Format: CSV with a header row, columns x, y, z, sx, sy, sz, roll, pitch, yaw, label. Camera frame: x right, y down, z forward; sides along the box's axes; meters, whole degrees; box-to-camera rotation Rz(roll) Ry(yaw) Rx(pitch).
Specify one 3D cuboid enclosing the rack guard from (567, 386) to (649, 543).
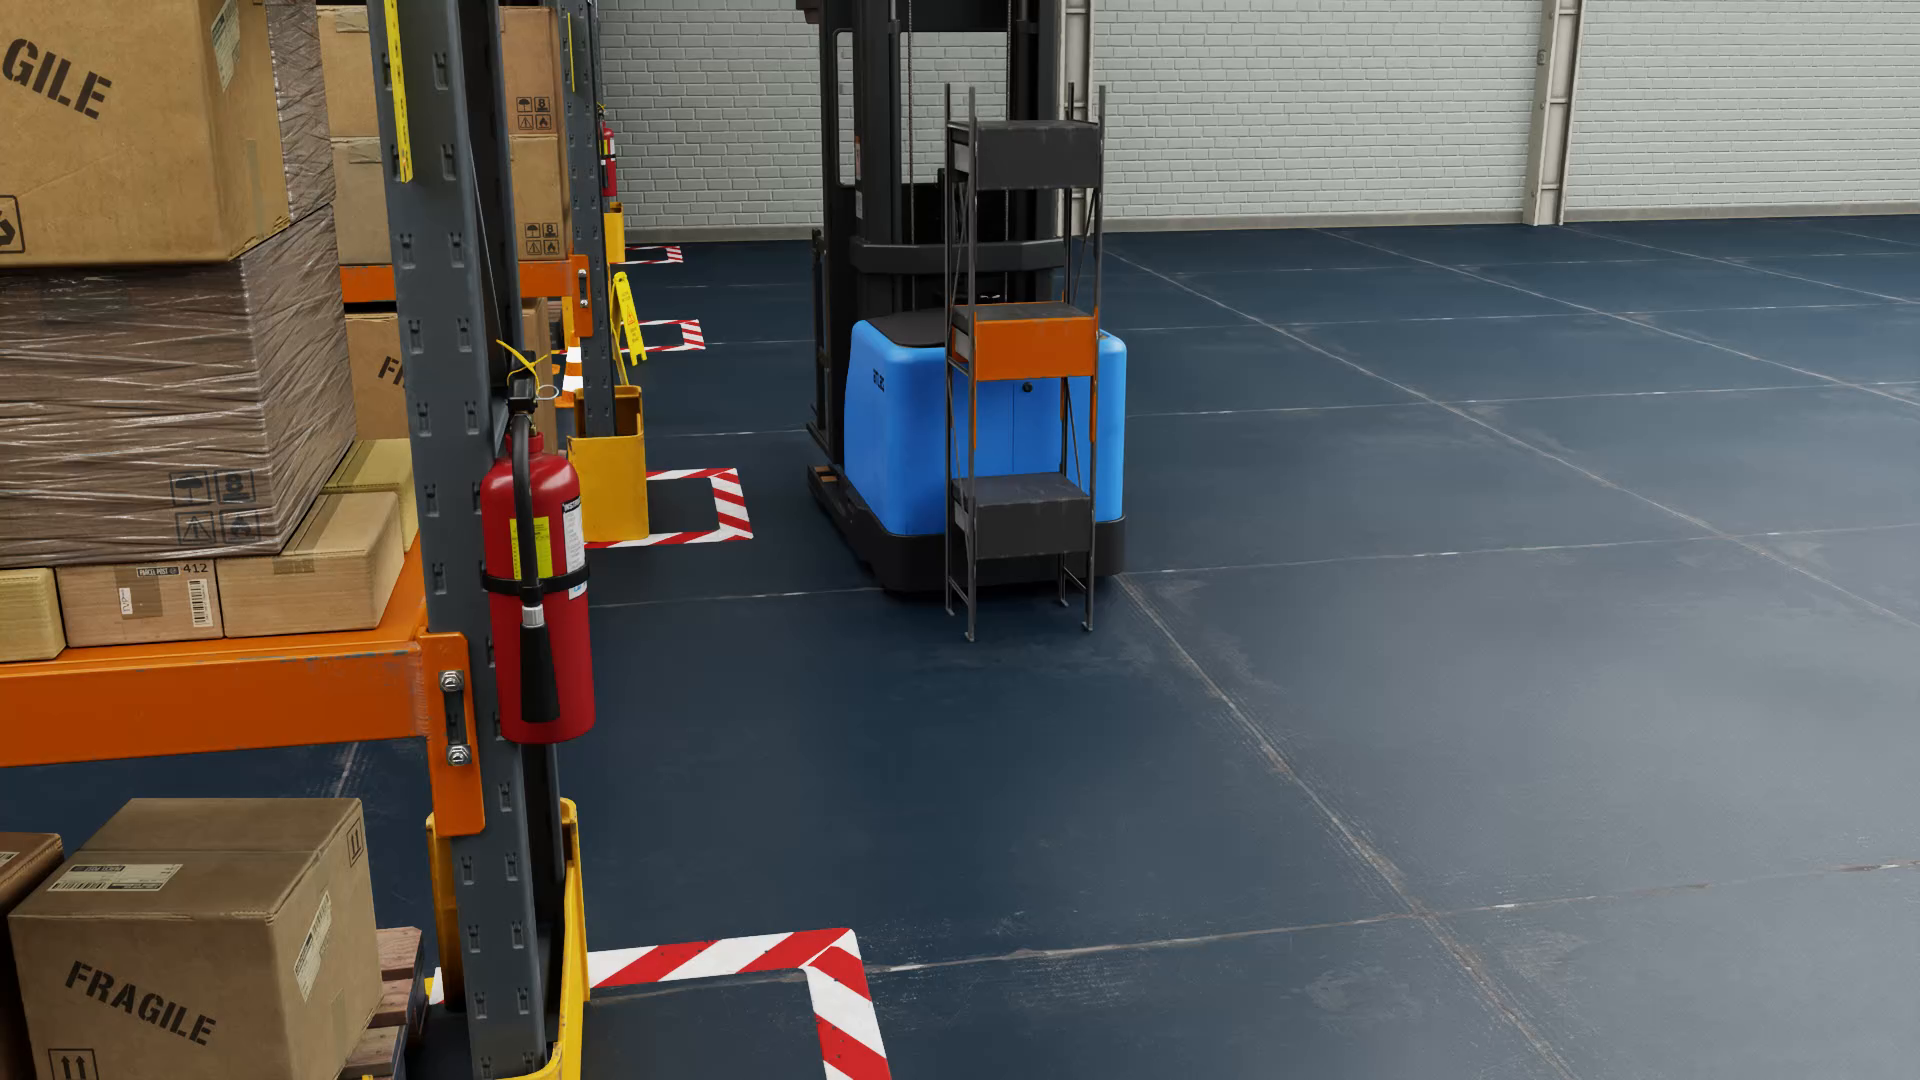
x,y,z,sx,sy,sz,roll,pitch,yaw,label
-1.742,-0.399,8.261,0.348,0.500,1.175,-3,17,-10,rack guard

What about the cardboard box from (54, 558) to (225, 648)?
x,y,z,sx,sy,sz,roll,pitch,yaw,label
-1.410,0.052,2.963,0.250,0.149,0.380,-3,17,-10,cardboard box

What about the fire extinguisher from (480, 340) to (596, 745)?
x,y,z,sx,sy,sz,roll,pitch,yaw,label
-0.724,0.006,2.816,0.183,0.674,0.296,-3,17,-10,fire extinguisher

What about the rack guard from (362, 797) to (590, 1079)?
x,y,z,sx,sy,sz,roll,pitch,yaw,label
-0.998,1.042,3.569,0.348,0.500,1.175,-3,17,-10,rack guard

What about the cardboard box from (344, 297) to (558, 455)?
x,y,z,sx,sy,sz,roll,pitch,yaw,label
-2.419,-0.721,7.955,0.875,0.875,0.875,-3,17,-10,cardboard box

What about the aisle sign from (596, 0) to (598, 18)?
x,y,z,sx,sy,sz,roll,pitch,yaw,label
-3.629,-5.607,16.530,0.004,0.787,0.394,-3,17,-10,aisle sign

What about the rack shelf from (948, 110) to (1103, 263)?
x,y,z,sx,sy,sz,roll,pitch,yaw,label
0.234,-1.333,6.236,0.480,0.518,0.431,-4,18,-14,rack shelf

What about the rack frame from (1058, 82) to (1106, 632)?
x,y,z,sx,sy,sz,roll,pitch,yaw,label
0.470,-0.694,6.496,0.015,2.100,0.400,-4,18,-14,rack frame

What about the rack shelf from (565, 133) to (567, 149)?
x,y,z,sx,sy,sz,roll,pitch,yaw,label
-5.713,-3.990,16.918,4.000,0.370,1.077,-3,17,-10,rack shelf

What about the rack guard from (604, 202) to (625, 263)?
x,y,z,sx,sy,sz,roll,pitch,yaw,label
-3.726,-3.252,17.547,0.348,0.500,1.175,-3,17,-10,rack guard

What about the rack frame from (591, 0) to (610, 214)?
x,y,z,sx,sy,sz,roll,pitch,yaw,label
-3.749,-4.445,17.175,0.127,3.000,1.000,-3,17,-10,rack frame

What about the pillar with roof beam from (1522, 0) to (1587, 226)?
x,y,z,sx,sy,sz,roll,pitch,yaw,label
7.995,-6.961,15.150,0.400,9.000,9.100,-3,17,-10,pillar with roof beam

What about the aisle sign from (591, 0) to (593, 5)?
x,y,z,sx,sy,sz,roll,pitch,yaw,label
-1.753,-2.926,7.802,0.004,0.787,0.394,-3,17,-10,aisle sign

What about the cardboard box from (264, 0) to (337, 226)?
x,y,z,sx,sy,sz,roll,pitch,yaw,label
-1.516,-0.873,3.167,0.500,0.500,0.500,-3,17,-10,cardboard box

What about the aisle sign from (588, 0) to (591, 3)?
x,y,z,sx,sy,sz,roll,pitch,yaw,label
-1.639,-2.753,7.239,0.004,0.787,0.394,-3,17,-10,aisle sign

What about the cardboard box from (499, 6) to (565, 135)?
x,y,z,sx,sy,sz,roll,pitch,yaw,label
-2.137,-2.171,7.678,0.550,0.550,0.875,-3,17,-10,cardboard box

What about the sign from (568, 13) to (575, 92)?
x,y,z,sx,sy,sz,roll,pitch,yaw,label
-1.676,-2.103,7.173,0.005,0.325,0.100,-3,17,-10,sign

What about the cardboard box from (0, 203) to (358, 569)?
x,y,z,sx,sy,sz,roll,pitch,yaw,label
-1.469,-0.325,3.084,0.500,0.500,0.875,-3,17,-10,cardboard box

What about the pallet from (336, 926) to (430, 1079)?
x,y,z,sx,sy,sz,roll,pitch,yaw,label
-1.803,1.215,3.497,1.213,0.211,1.003,-3,17,-10,pallet

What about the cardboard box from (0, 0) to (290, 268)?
x,y,z,sx,sy,sz,roll,pitch,yaw,label
-1.417,-0.724,2.679,0.500,0.500,0.500,-3,17,-10,cardboard box

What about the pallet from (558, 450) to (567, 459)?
x,y,z,sx,sy,sz,roll,pitch,yaw,label
-2.536,-0.193,8.081,1.213,0.211,1.003,-3,17,-10,pallet

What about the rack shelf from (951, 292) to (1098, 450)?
x,y,z,sx,sy,sz,roll,pitch,yaw,label
0.234,-0.663,6.442,0.480,0.518,0.431,-4,18,-14,rack shelf

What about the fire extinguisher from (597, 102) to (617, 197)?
x,y,z,sx,sy,sz,roll,pitch,yaw,label
-2.604,-2.851,12.117,0.183,0.674,0.296,-3,17,-10,fire extinguisher

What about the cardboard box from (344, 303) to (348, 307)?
x,y,z,sx,sy,sz,roll,pitch,yaw,label
-3.282,-0.672,7.793,0.875,0.875,0.875,-4,17,-11,cardboard box

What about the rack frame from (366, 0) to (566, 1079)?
x,y,z,sx,sy,sz,roll,pitch,yaw,label
-0.924,-0.158,3.216,0.127,3.000,1.000,-3,17,-10,rack frame

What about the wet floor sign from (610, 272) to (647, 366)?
x,y,z,sx,sy,sz,roll,pitch,yaw,label
-2.414,-1.591,11.893,0.232,0.644,0.267,3,17,9,wet floor sign

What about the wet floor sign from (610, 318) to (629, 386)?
x,y,z,sx,sy,sz,roll,pitch,yaw,label
-2.113,-1.040,10.099,0.232,0.644,0.267,-6,18,-20,wet floor sign

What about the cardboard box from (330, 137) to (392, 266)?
x,y,z,sx,sy,sz,roll,pitch,yaw,label
-2.657,-1.594,7.638,0.550,0.550,0.875,-3,17,-10,cardboard box

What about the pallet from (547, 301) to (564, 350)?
x,y,z,sx,sy,sz,roll,pitch,yaw,label
-3.683,-1.642,12.799,1.213,0.211,1.003,-3,17,-10,pallet

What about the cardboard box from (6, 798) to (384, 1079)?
x,y,z,sx,sy,sz,roll,pitch,yaw,label
-1.540,0.867,3.424,0.500,0.500,0.500,0,17,0,cardboard box

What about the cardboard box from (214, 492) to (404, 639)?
x,y,z,sx,sy,sz,roll,pitch,yaw,label
-1.165,0.038,3.007,0.250,0.149,0.380,-3,17,-10,cardboard box

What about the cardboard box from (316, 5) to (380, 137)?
x,y,z,sx,sy,sz,roll,pitch,yaw,label
-2.660,-2.114,7.492,0.550,0.550,0.875,-3,17,-10,cardboard box

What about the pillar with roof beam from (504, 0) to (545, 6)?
x,y,z,sx,sy,sz,roll,pitch,yaw,label
-3.787,-6.293,12.974,0.400,9.000,9.100,-3,17,-10,pillar with roof beam

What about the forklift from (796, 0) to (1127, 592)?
x,y,z,sx,sy,sz,roll,pitch,yaw,label
-0.155,-1.579,7.961,1.130,2.935,3.031,-4,18,-14,forklift

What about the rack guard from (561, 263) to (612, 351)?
x,y,z,sx,sy,sz,roll,pitch,yaw,label
-2.878,-1.815,12.870,0.348,0.500,1.175,-3,17,-10,rack guard

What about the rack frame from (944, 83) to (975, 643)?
x,y,z,sx,sy,sz,roll,pitch,yaw,label
-0.002,-0.659,6.380,0.015,2.100,0.400,-4,18,-14,rack frame

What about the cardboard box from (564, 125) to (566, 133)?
x,y,z,sx,sy,sz,roll,pitch,yaw,label
-4.182,-4.390,16.825,0.500,0.500,0.500,-4,17,-12,cardboard box

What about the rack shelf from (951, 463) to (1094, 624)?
x,y,z,sx,sy,sz,roll,pitch,yaw,label
0.234,0.006,6.648,0.480,0.518,0.431,-4,18,-14,rack shelf

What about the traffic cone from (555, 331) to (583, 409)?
x,y,z,sx,sy,sz,roll,pitch,yaw,label
-2.437,-1.105,10.621,0.334,0.463,0.336,-3,17,-10,traffic cone

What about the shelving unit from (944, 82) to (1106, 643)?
x,y,z,sx,sy,sz,roll,pitch,yaw,label
0.234,-0.676,6.438,0.503,2.100,0.431,-4,18,-14,shelving unit

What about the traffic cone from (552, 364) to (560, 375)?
x,y,z,sx,sy,sz,roll,pitch,yaw,label
-2.981,-1.406,11.601,0.334,0.463,0.336,-3,17,-10,traffic cone

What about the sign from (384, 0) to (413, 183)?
x,y,z,sx,sy,sz,roll,pitch,yaw,label
-0.838,-0.701,2.475,0.005,0.325,0.100,-3,17,-10,sign

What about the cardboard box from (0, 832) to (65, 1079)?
x,y,z,sx,sy,sz,roll,pitch,yaw,label
-2.121,0.910,3.283,0.500,0.500,0.500,1,17,4,cardboard box

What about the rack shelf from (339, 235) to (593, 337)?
x,y,z,sx,sy,sz,roll,pitch,yaw,label
-3.729,-1.138,7.633,4.000,0.370,1.077,-3,17,-10,rack shelf

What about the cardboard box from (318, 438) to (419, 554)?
x,y,z,sx,sy,sz,roll,pitch,yaw,label
-1.249,-0.090,3.425,0.250,0.149,0.380,-3,17,-10,cardboard box

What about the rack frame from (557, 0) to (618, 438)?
x,y,z,sx,sy,sz,roll,pitch,yaw,label
-1.766,-1.593,7.890,0.127,3.000,1.000,-3,17,-10,rack frame

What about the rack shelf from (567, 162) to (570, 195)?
x,y,z,sx,sy,sz,roll,pitch,yaw,label
-4.768,-2.559,12.260,4.000,0.370,1.077,-3,17,-10,rack shelf

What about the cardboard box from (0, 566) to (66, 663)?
x,y,z,sx,sy,sz,roll,pitch,yaw,label
-1.646,0.080,2.869,0.250,0.149,0.380,-3,17,-10,cardboard box

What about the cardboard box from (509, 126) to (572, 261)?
x,y,z,sx,sy,sz,roll,pitch,yaw,label
-2.121,-1.631,7.758,0.550,0.550,0.875,-3,17,-10,cardboard box

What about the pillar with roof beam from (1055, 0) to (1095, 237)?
x,y,z,sx,sy,sz,roll,pitch,yaw,label
2.104,-6.627,14.062,0.400,9.000,9.100,-3,17,-10,pillar with roof beam

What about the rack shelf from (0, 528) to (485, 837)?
x,y,z,sx,sy,sz,roll,pitch,yaw,label
-2.888,0.298,2.959,4.000,0.370,1.077,-3,17,-10,rack shelf
